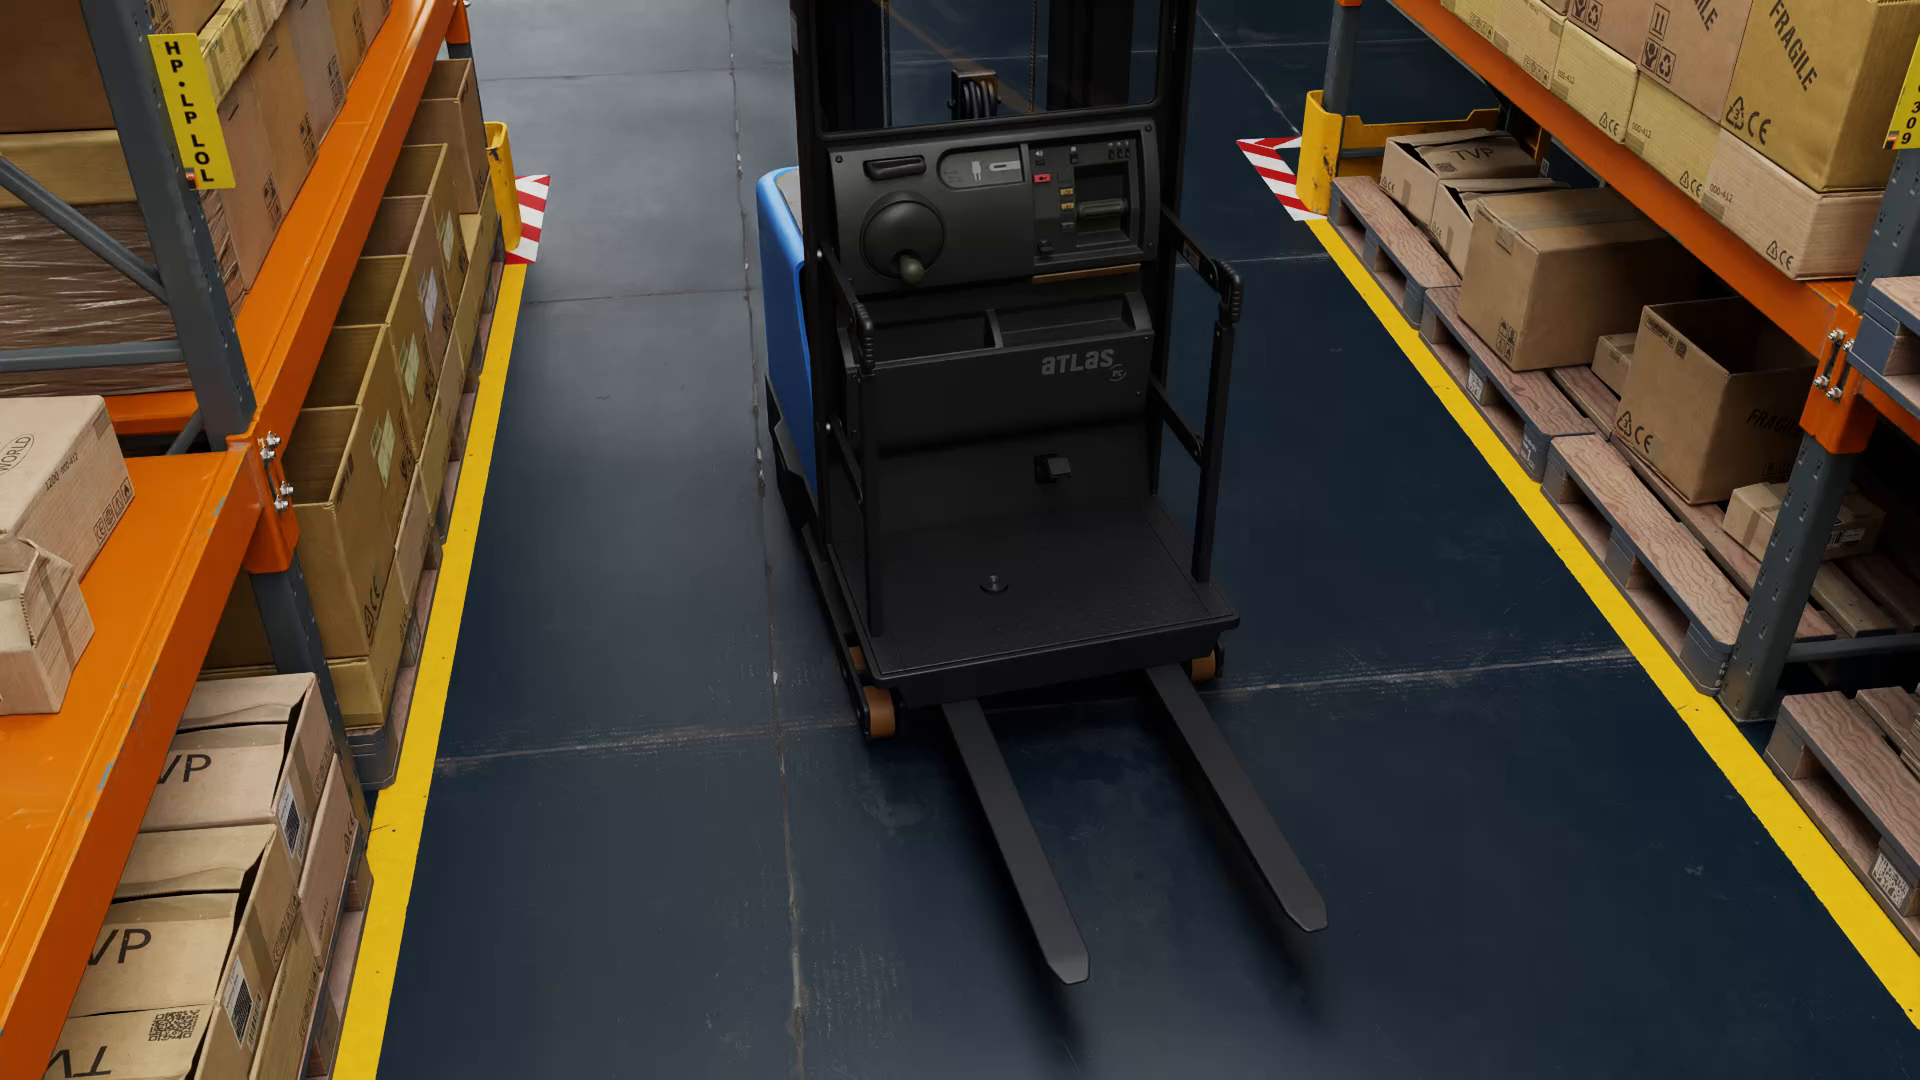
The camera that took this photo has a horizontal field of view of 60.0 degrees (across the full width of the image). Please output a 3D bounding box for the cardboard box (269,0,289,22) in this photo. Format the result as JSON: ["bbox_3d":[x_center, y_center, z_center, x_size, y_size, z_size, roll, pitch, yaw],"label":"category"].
[{"bbox_3d":[-2.136,-1.576,4.734,0.380,0.149,0.250,-5,35,-8],"label":"cardboard box"}]

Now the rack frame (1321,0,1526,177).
[{"bbox_3d":[2.256,-2.993,7.478,1.000,3.000,0.127,-4,35,-6],"label":"rack frame"}]

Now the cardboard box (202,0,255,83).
[{"bbox_3d":[-2.065,-1.287,4.311,0.380,0.149,0.250,-5,35,-7],"label":"cardboard box"}]

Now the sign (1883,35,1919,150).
[{"bbox_3d":[2.257,-1.073,3.892,0.100,0.325,0.005,-4,35,-6],"label":"sign"}]

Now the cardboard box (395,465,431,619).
[{"bbox_3d":[-1.938,0.018,5.128,0.500,0.250,0.500,-4,35,-6],"label":"cardboard box"}]

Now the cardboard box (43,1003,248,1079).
[{"bbox_3d":[-1.635,1.121,3.013,0.500,0.311,0.500,-4,35,-7],"label":"cardboard box"}]

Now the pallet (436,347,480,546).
[{"bbox_3d":[-2.347,-0.360,6.091,1.003,0.211,1.213,-4,35,-6],"label":"pallet"}]

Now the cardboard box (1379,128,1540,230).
[{"bbox_3d":[2.260,-1.670,7.534,0.500,0.311,0.500,-8,35,-12],"label":"cardboard box"}]

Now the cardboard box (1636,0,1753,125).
[{"bbox_3d":[2.351,-1.535,4.788,0.500,0.500,0.500,-5,35,-7],"label":"cardboard box"}]

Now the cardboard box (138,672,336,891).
[{"bbox_3d":[-1.775,0.552,3.847,0.500,0.311,0.500,-4,35,-6],"label":"cardboard box"}]

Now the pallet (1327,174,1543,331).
[{"bbox_3d":[2.341,-1.342,7.531,1.003,0.211,1.213,-4,35,-6],"label":"pallet"}]

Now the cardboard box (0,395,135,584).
[{"bbox_3d":[-2.005,-0.050,3.293,0.500,0.250,0.500,-2,34,-3],"label":"cardboard box"}]

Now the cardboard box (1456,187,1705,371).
[{"bbox_3d":[2.386,-1.017,6.408,0.700,0.500,0.500,-6,35,-9],"label":"cardboard box"}]

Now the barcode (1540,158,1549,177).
[{"bbox_3d":[2.659,-1.694,7.561,0.001,0.075,0.075,-4,35,-6],"label":"barcode"}]

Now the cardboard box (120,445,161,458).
[{"bbox_3d":[-2.449,-0.252,4.860,0.500,0.500,0.500,-4,35,-6],"label":"cardboard box"}]

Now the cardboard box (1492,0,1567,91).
[{"bbox_3d":[2.220,-1.787,5.824,0.500,0.250,0.500,-4,34,-6],"label":"cardboard box"}]

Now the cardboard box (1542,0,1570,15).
[{"bbox_3d":[2.224,-2.107,5.628,0.500,0.500,0.500,-3,34,-5],"label":"cardboard box"}]

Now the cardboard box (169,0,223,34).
[{"bbox_3d":[-2.249,-1.490,4.031,0.700,0.500,0.500,-4,35,-6],"label":"cardboard box"}]

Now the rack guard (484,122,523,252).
[{"bbox_3d":[-2.655,-1.596,7.648,1.175,0.500,0.348,-4,35,-6],"label":"rack guard"}]

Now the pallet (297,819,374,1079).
[{"bbox_3d":[-1.976,1.177,3.835,1.003,0.211,1.213,-4,35,-6],"label":"pallet"}]

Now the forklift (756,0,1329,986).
[{"bbox_3d":[0.165,-0.870,4.425,1.130,2.935,3.031,-9,35,-13],"label":"forklift"}]

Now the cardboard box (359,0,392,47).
[{"bbox_3d":[-2.527,-2.102,6.083,0.700,0.500,0.500,-4,34,-5],"label":"cardboard box"}]

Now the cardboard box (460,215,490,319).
[{"bbox_3d":[-2.208,-1.098,6.766,0.500,0.250,0.500,-4,35,-6],"label":"cardboard box"}]

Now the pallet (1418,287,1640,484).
[{"bbox_3d":[2.501,-0.662,6.535,1.003,0.211,1.213,-4,35,-6],"label":"pallet"}]

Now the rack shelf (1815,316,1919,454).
[{"bbox_3d":[3.063,0.653,2.767,1.077,0.370,4.000,-4,35,-6],"label":"rack shelf"}]

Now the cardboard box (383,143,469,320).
[{"bbox_3d":[-2.136,-1.129,6.146,0.500,0.500,0.500,-4,35,-6],"label":"cardboard box"}]

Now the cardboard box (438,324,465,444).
[{"bbox_3d":[-2.073,-0.540,5.947,0.500,0.250,0.500,-4,35,-6],"label":"cardboard box"}]

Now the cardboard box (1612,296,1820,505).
[{"bbox_3d":[2.615,-0.485,5.628,0.500,0.500,0.500,-7,35,-10],"label":"cardboard box"}]

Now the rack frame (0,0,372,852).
[{"bbox_3d":[-2.114,-0.383,3.649,1.000,3.000,0.127,-4,35,-6],"label":"rack frame"}]

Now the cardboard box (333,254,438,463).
[{"bbox_3d":[-2.001,-0.571,5.327,0.500,0.500,0.500,-4,35,-6],"label":"cardboard box"}]

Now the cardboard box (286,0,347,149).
[{"bbox_3d":[-2.391,-1.531,5.245,0.700,0.500,0.500,-3,34,-5],"label":"cardboard box"}]

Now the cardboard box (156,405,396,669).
[{"bbox_3d":[-1.866,-0.013,4.508,0.500,0.500,0.500,-4,35,-6],"label":"cardboard box"}]

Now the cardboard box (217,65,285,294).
[{"bbox_3d":[-2.257,-0.965,4.414,0.700,0.500,0.500,-5,35,-7],"label":"cardboard box"}]

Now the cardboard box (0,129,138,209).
[{"bbox_3d":[-1.958,-0.857,3.679,0.380,0.149,0.250,-4,35,-6],"label":"cardboard box"}]

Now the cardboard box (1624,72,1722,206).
[{"bbox_3d":[2.371,-1.227,5.002,0.500,0.250,0.500,-4,35,-6],"label":"cardboard box"}]

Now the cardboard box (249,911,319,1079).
[{"bbox_3d":[-1.705,1.071,3.583,0.500,0.250,0.500,-5,35,-7],"label":"cardboard box"}]

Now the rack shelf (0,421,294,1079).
[{"bbox_3d":[-1.845,1.030,2.214,1.077,0.370,4.000,-4,35,-6],"label":"rack shelf"}]

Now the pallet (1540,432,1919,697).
[{"bbox_3d":[2.669,0.020,5.533,1.003,0.211,1.213,-4,35,-6],"label":"pallet"}]
